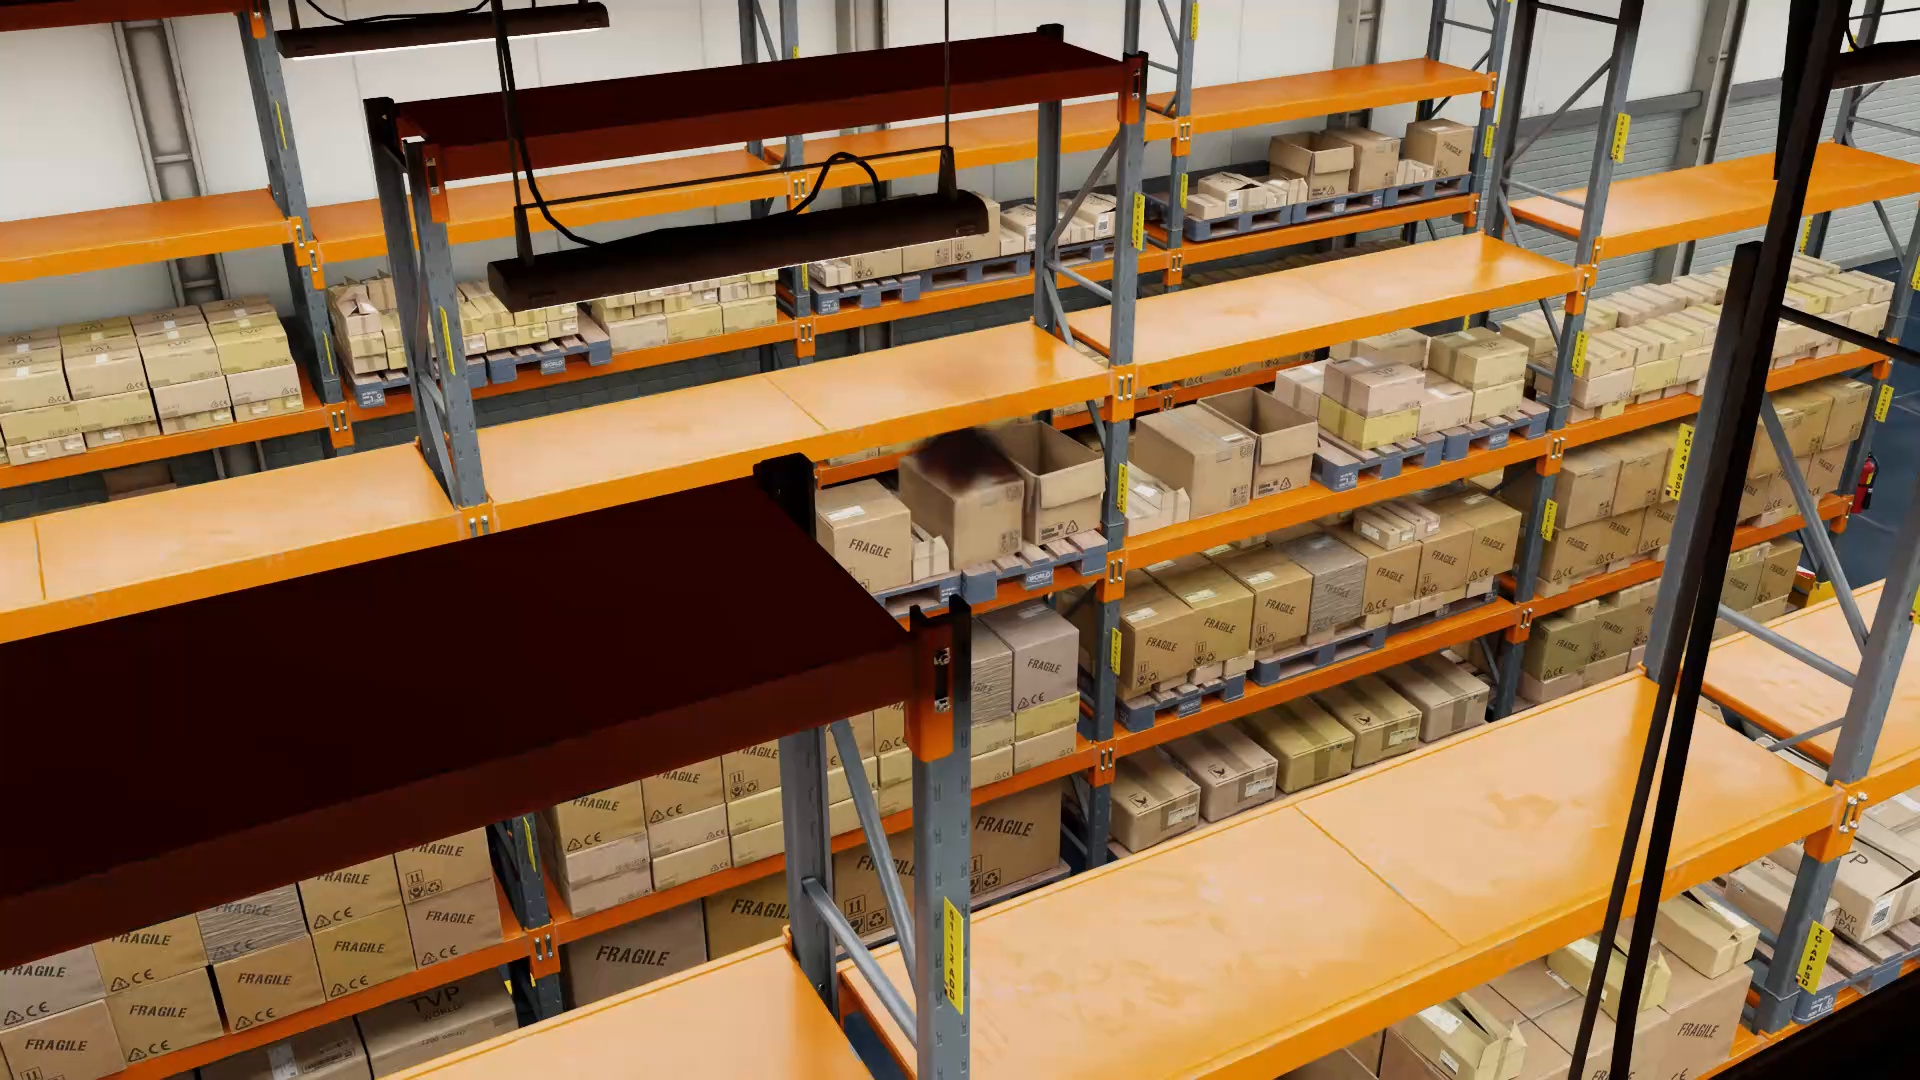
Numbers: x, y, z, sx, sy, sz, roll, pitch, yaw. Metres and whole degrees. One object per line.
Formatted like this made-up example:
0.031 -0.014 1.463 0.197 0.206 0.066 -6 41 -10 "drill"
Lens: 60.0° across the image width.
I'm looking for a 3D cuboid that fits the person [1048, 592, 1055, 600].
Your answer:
0.971 0.485 13.697 0.480 1.648 0.455 -12 30 -22 "person"
